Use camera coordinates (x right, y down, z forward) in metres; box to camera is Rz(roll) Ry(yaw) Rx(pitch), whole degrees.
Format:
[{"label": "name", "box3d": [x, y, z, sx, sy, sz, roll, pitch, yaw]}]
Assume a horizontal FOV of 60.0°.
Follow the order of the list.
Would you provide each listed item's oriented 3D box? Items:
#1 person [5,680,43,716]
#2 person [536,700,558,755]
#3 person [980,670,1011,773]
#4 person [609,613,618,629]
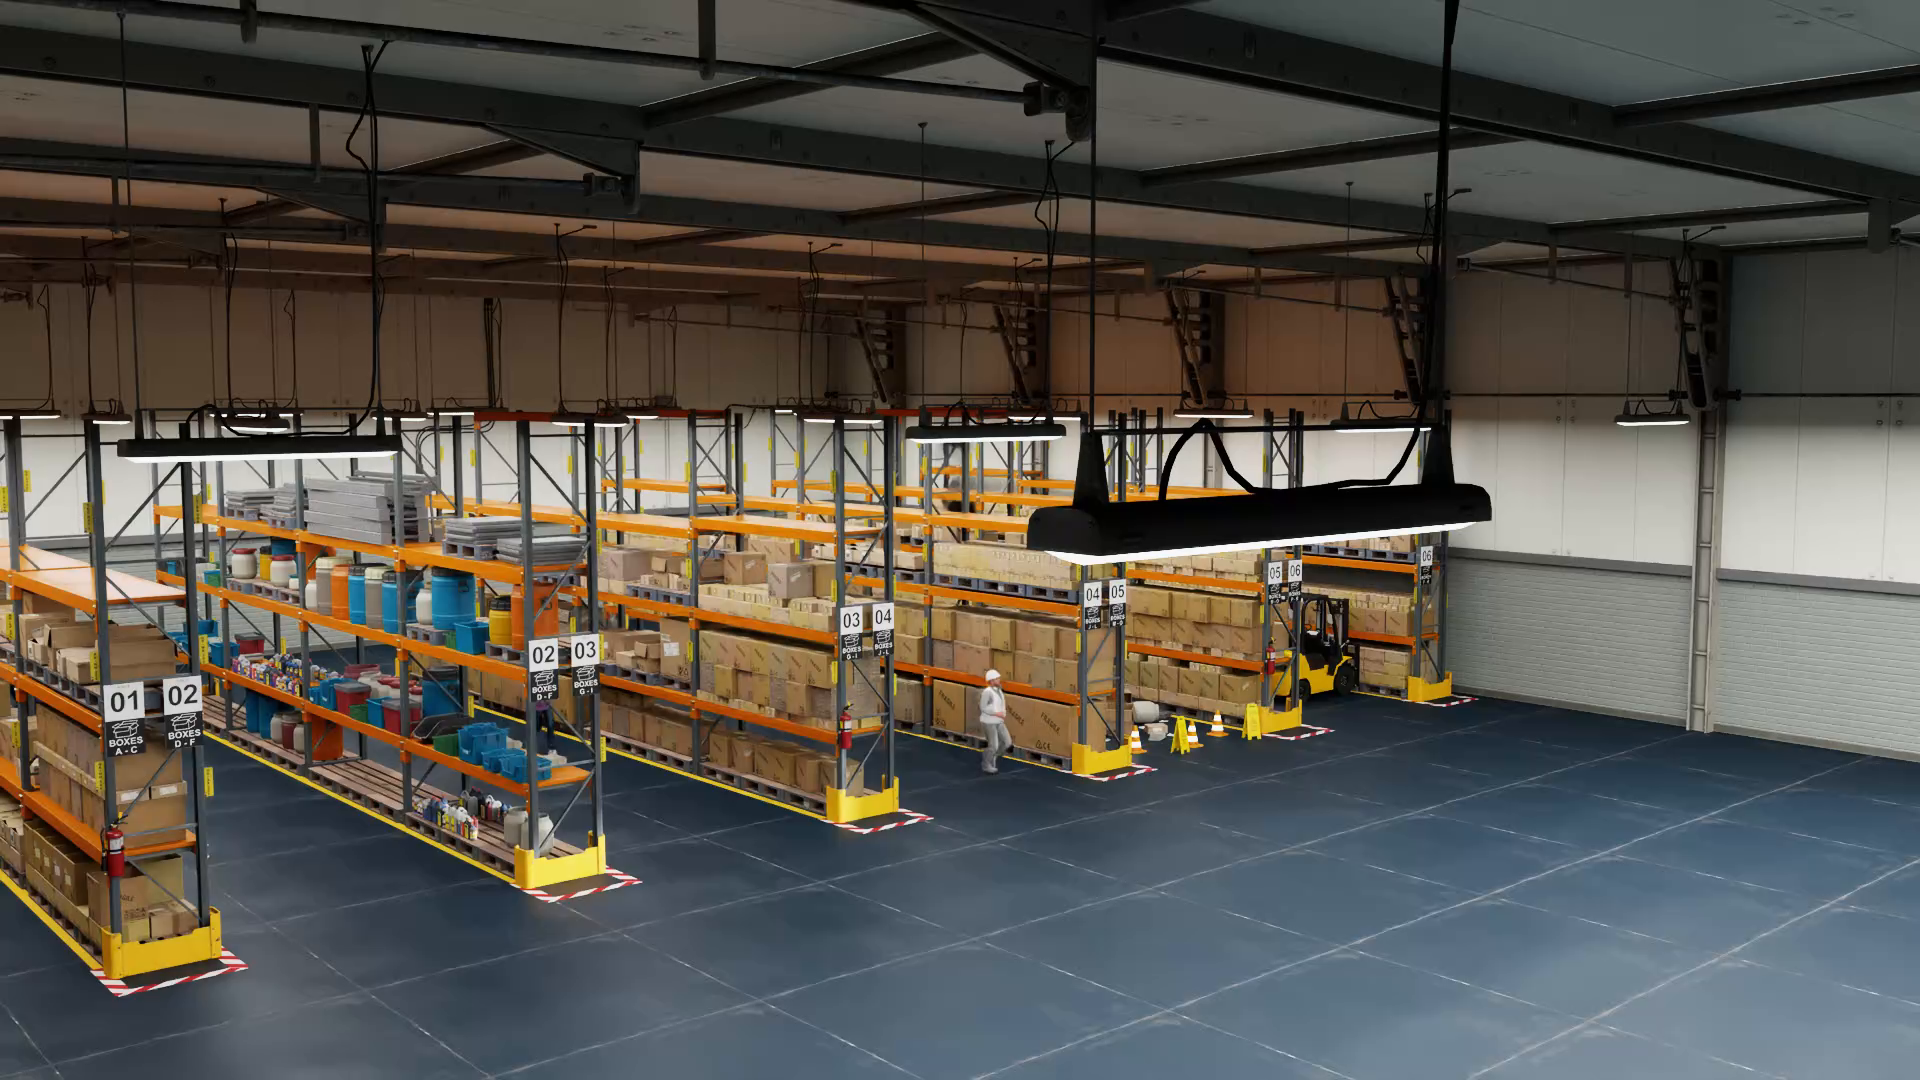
[{"label": "person", "box3d": [-17.574, 2.809, 31.226, 0.499, 1.584, 0.668, 3, 6, 35]}, {"label": "person", "box3d": [-7.326, 2.969, 29.092, 0.875, 1.609, 0.536, 5, 7, 44]}, {"label": "person", "box3d": [0.593, 3.024, 27.719, 0.579, 1.733, 0.658, 3, 6, 33]}, {"label": "person", "box3d": [-8.470, 1.911, 41.032, 0.759, 1.648, 0.660, -3, 6, -31]}]
